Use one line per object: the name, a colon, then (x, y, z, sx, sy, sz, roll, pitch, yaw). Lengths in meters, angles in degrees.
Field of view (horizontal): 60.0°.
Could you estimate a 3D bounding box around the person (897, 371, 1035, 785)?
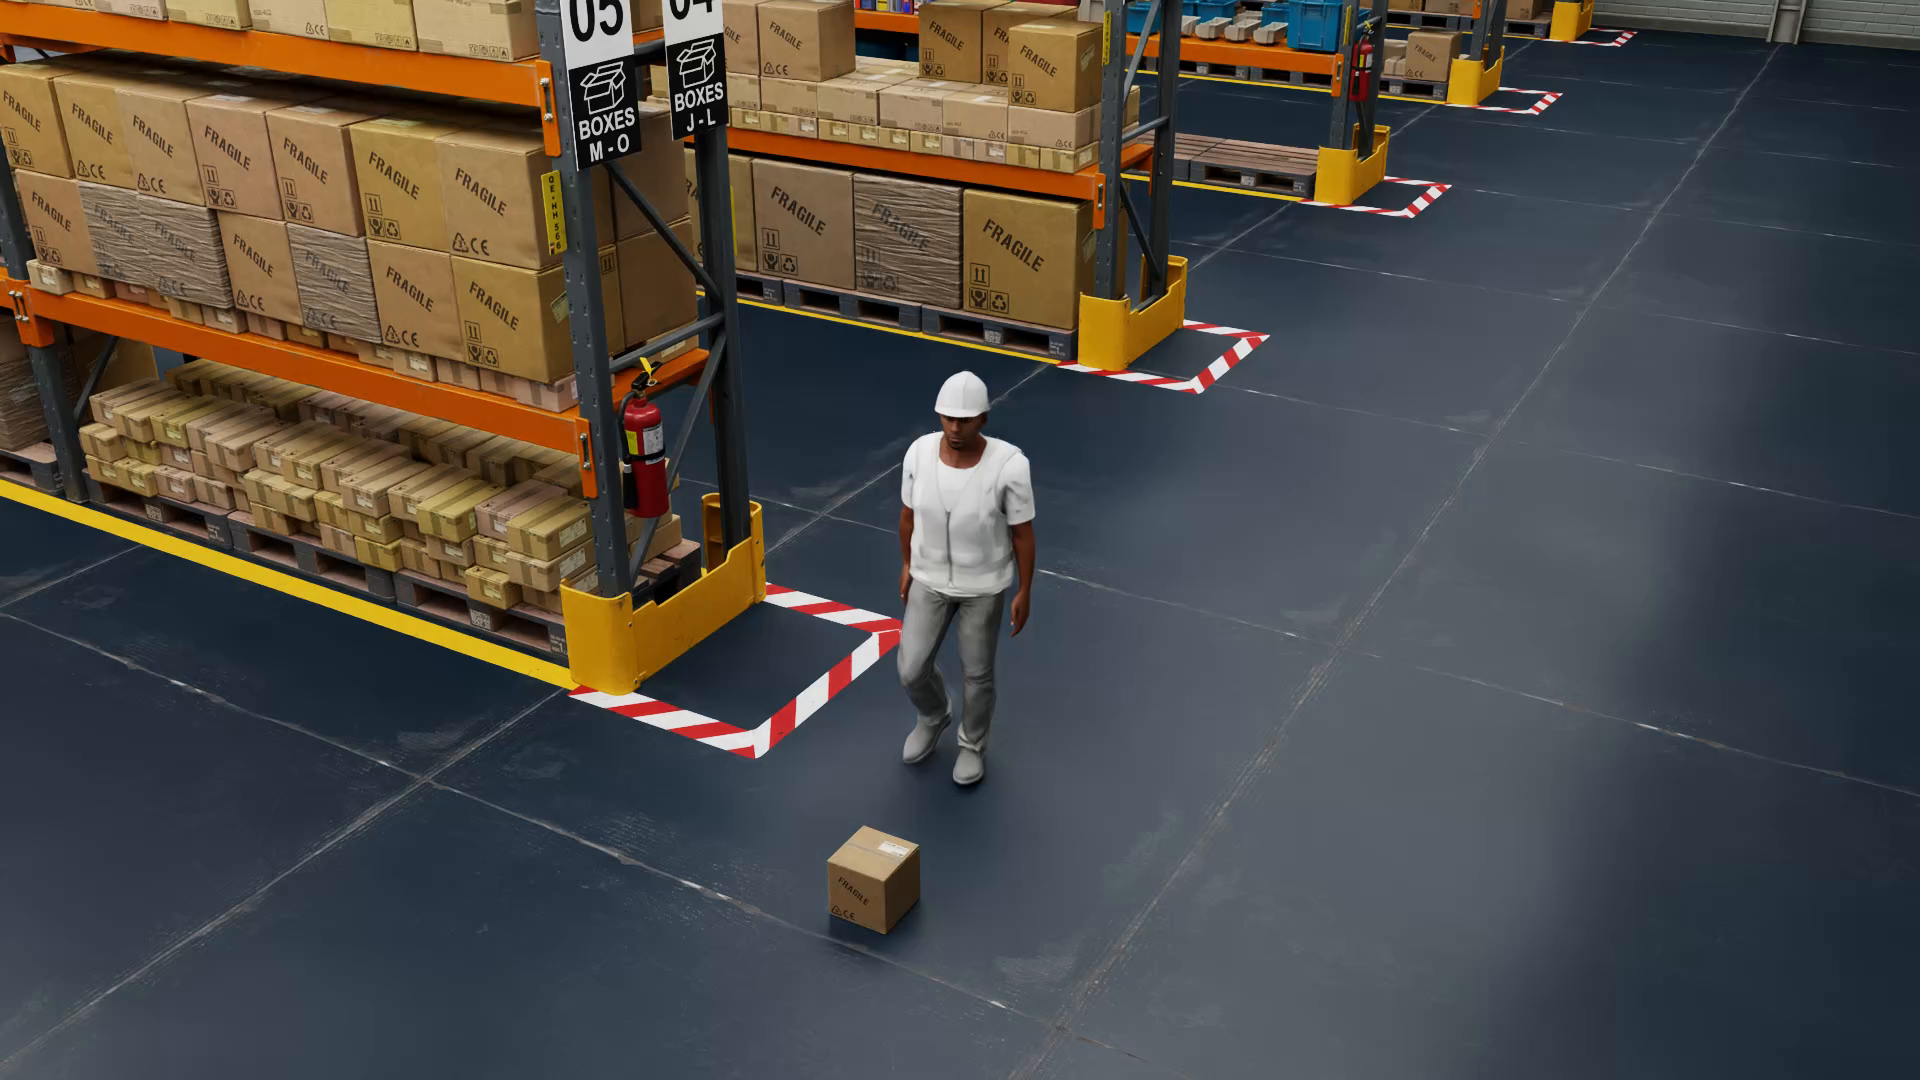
person: (0.002, 0.185, 6.702, 0.589, 1.767, 0.435, 7, 27, 15)
